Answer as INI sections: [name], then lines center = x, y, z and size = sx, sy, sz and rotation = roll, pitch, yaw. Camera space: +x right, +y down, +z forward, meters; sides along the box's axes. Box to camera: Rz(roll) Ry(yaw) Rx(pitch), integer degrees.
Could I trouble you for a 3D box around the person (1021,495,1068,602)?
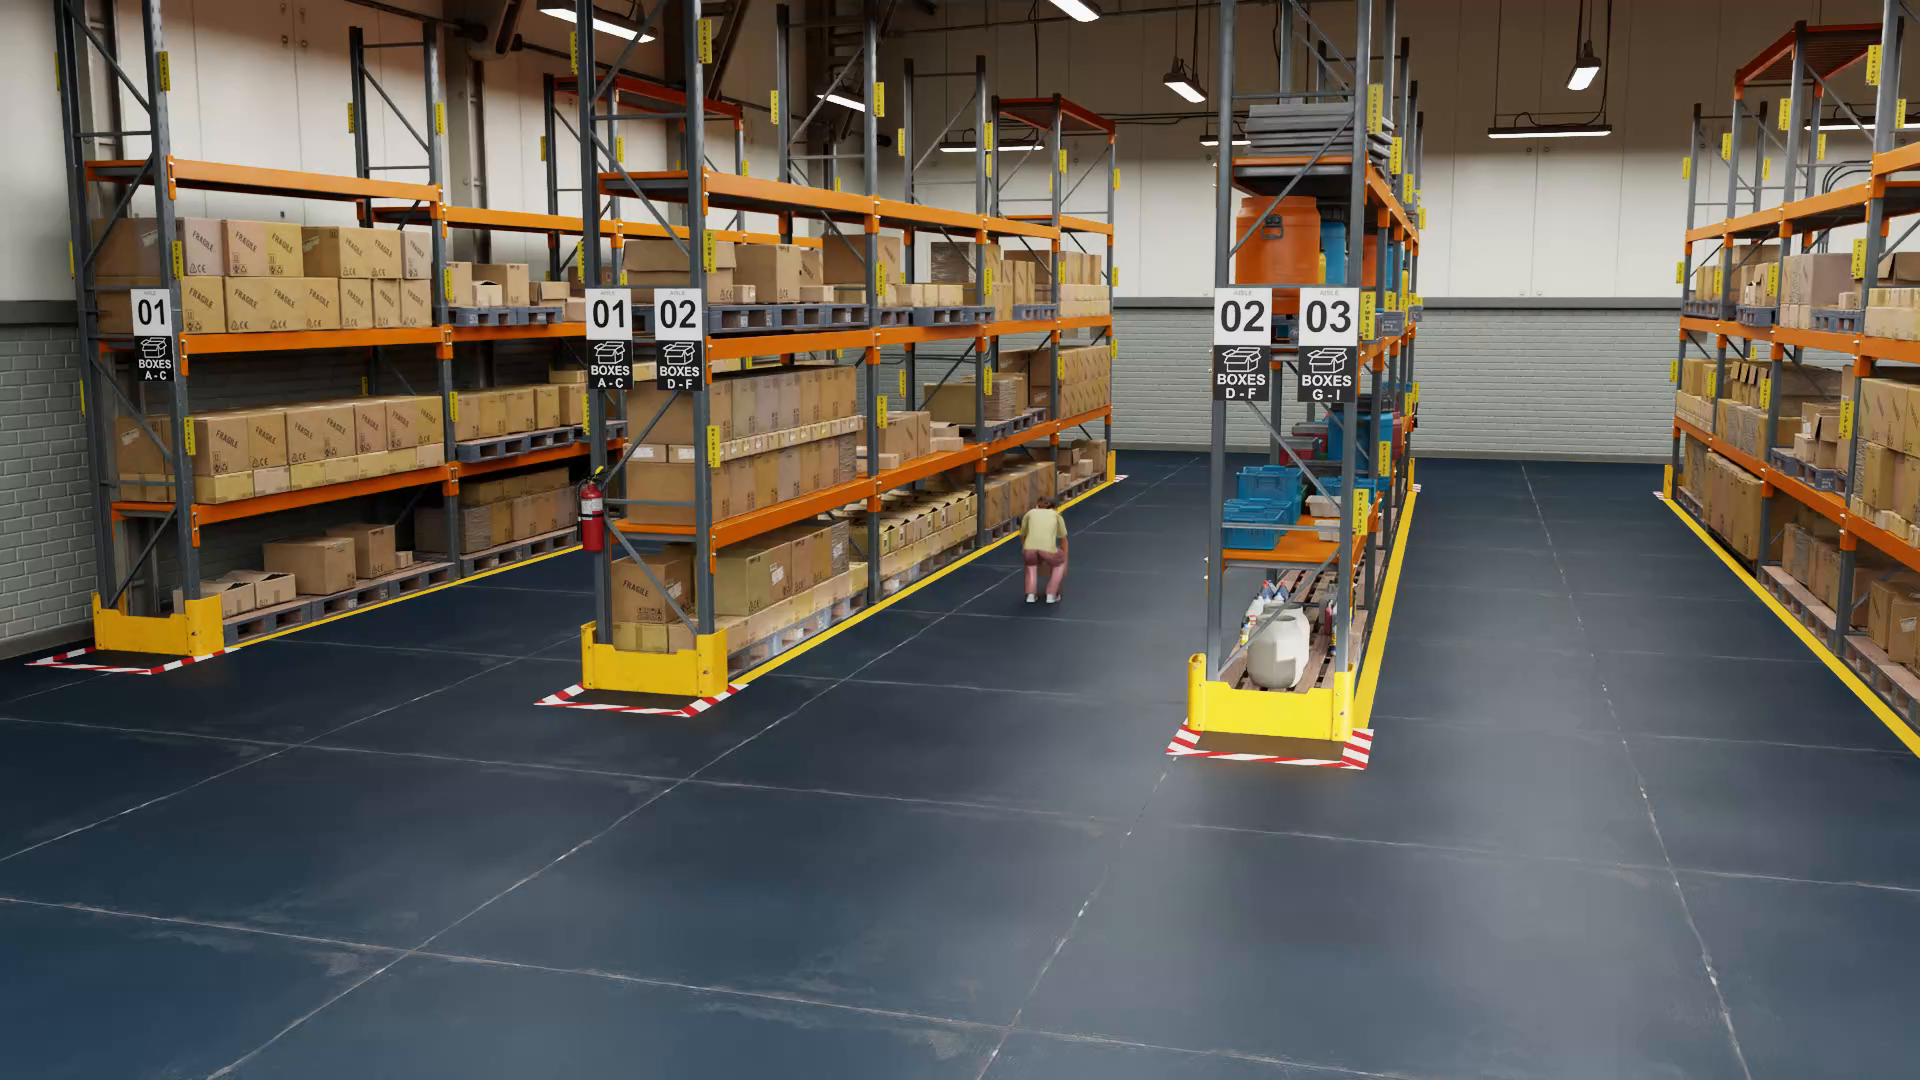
[person]
center = 0.844, 0.097, 17.273
size = 0.494, 1.069, 0.758
rotation = 2, 9, 16
